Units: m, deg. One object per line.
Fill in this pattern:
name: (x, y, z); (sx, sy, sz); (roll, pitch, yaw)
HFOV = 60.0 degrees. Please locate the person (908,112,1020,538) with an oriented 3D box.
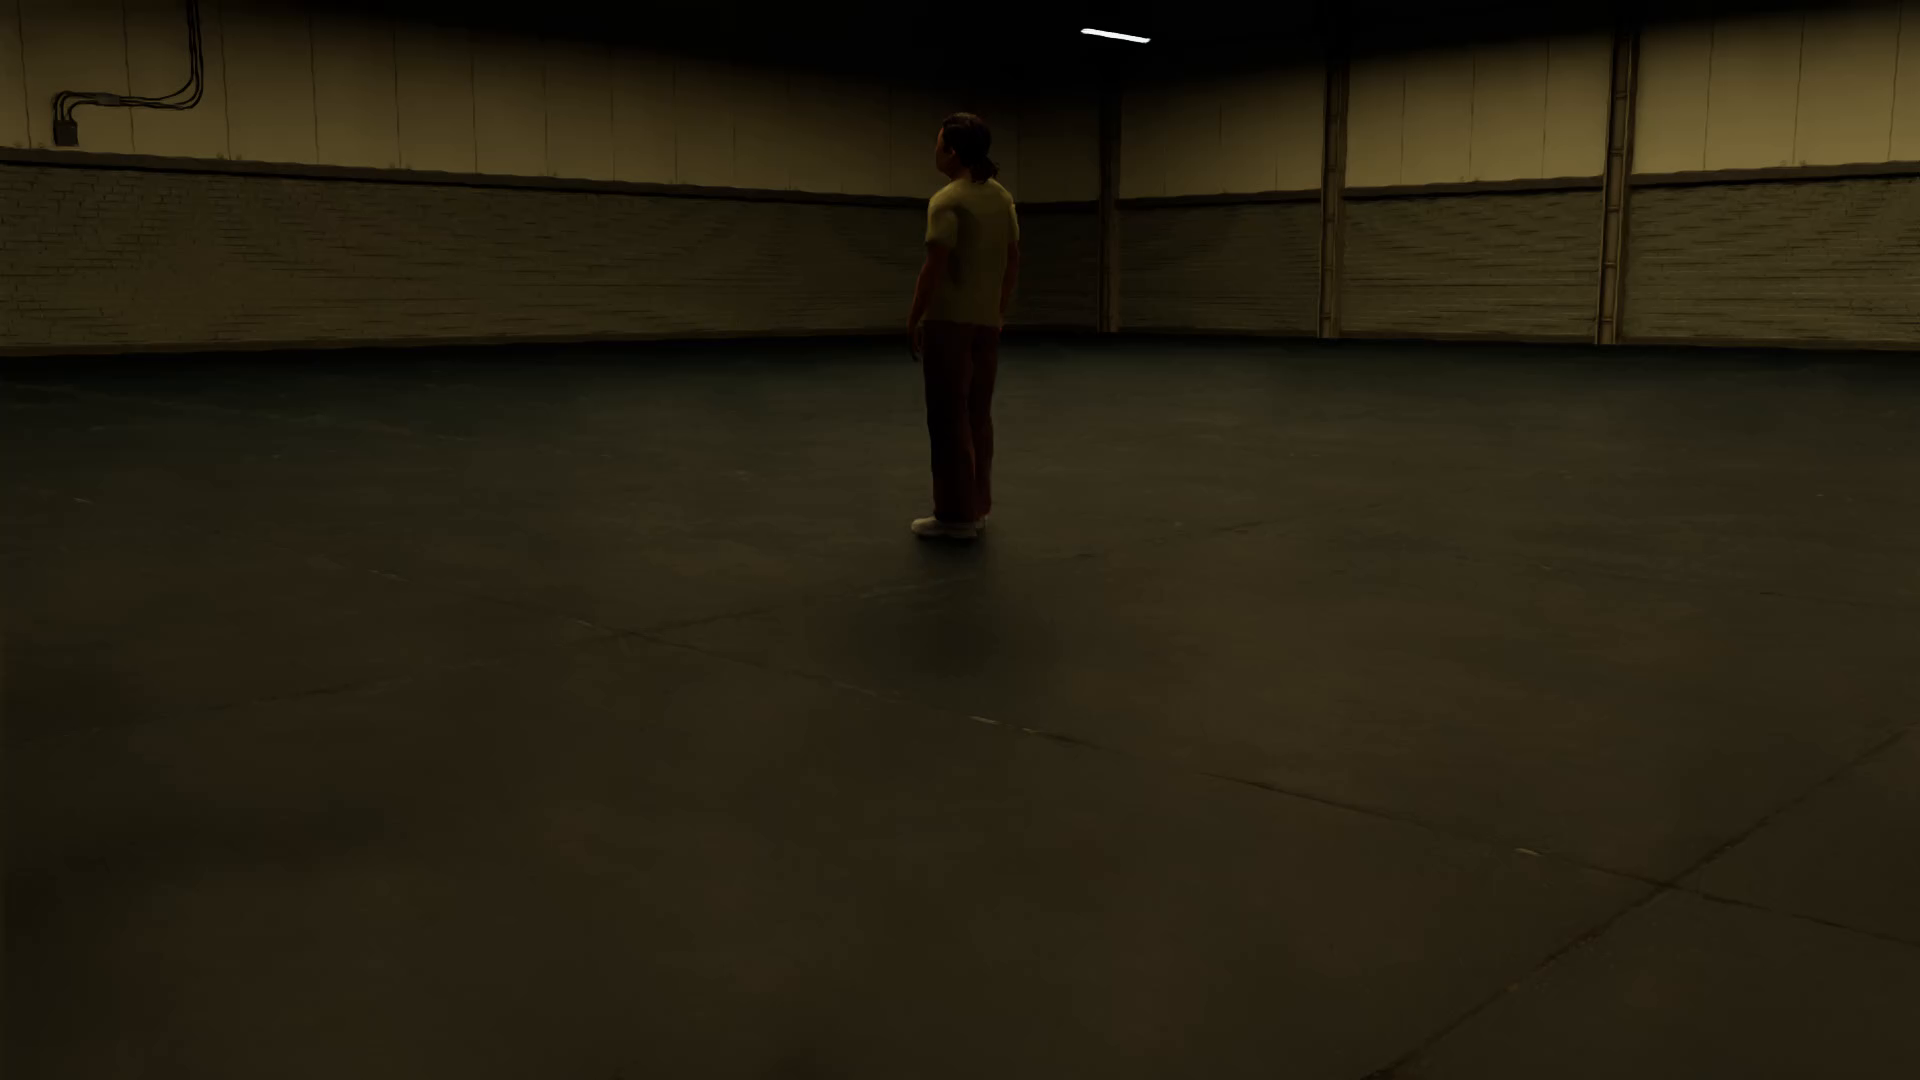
person: (-0.046, -0.839, 6.651); (0.548, 1.663, 0.554); (8, 12, 43)
